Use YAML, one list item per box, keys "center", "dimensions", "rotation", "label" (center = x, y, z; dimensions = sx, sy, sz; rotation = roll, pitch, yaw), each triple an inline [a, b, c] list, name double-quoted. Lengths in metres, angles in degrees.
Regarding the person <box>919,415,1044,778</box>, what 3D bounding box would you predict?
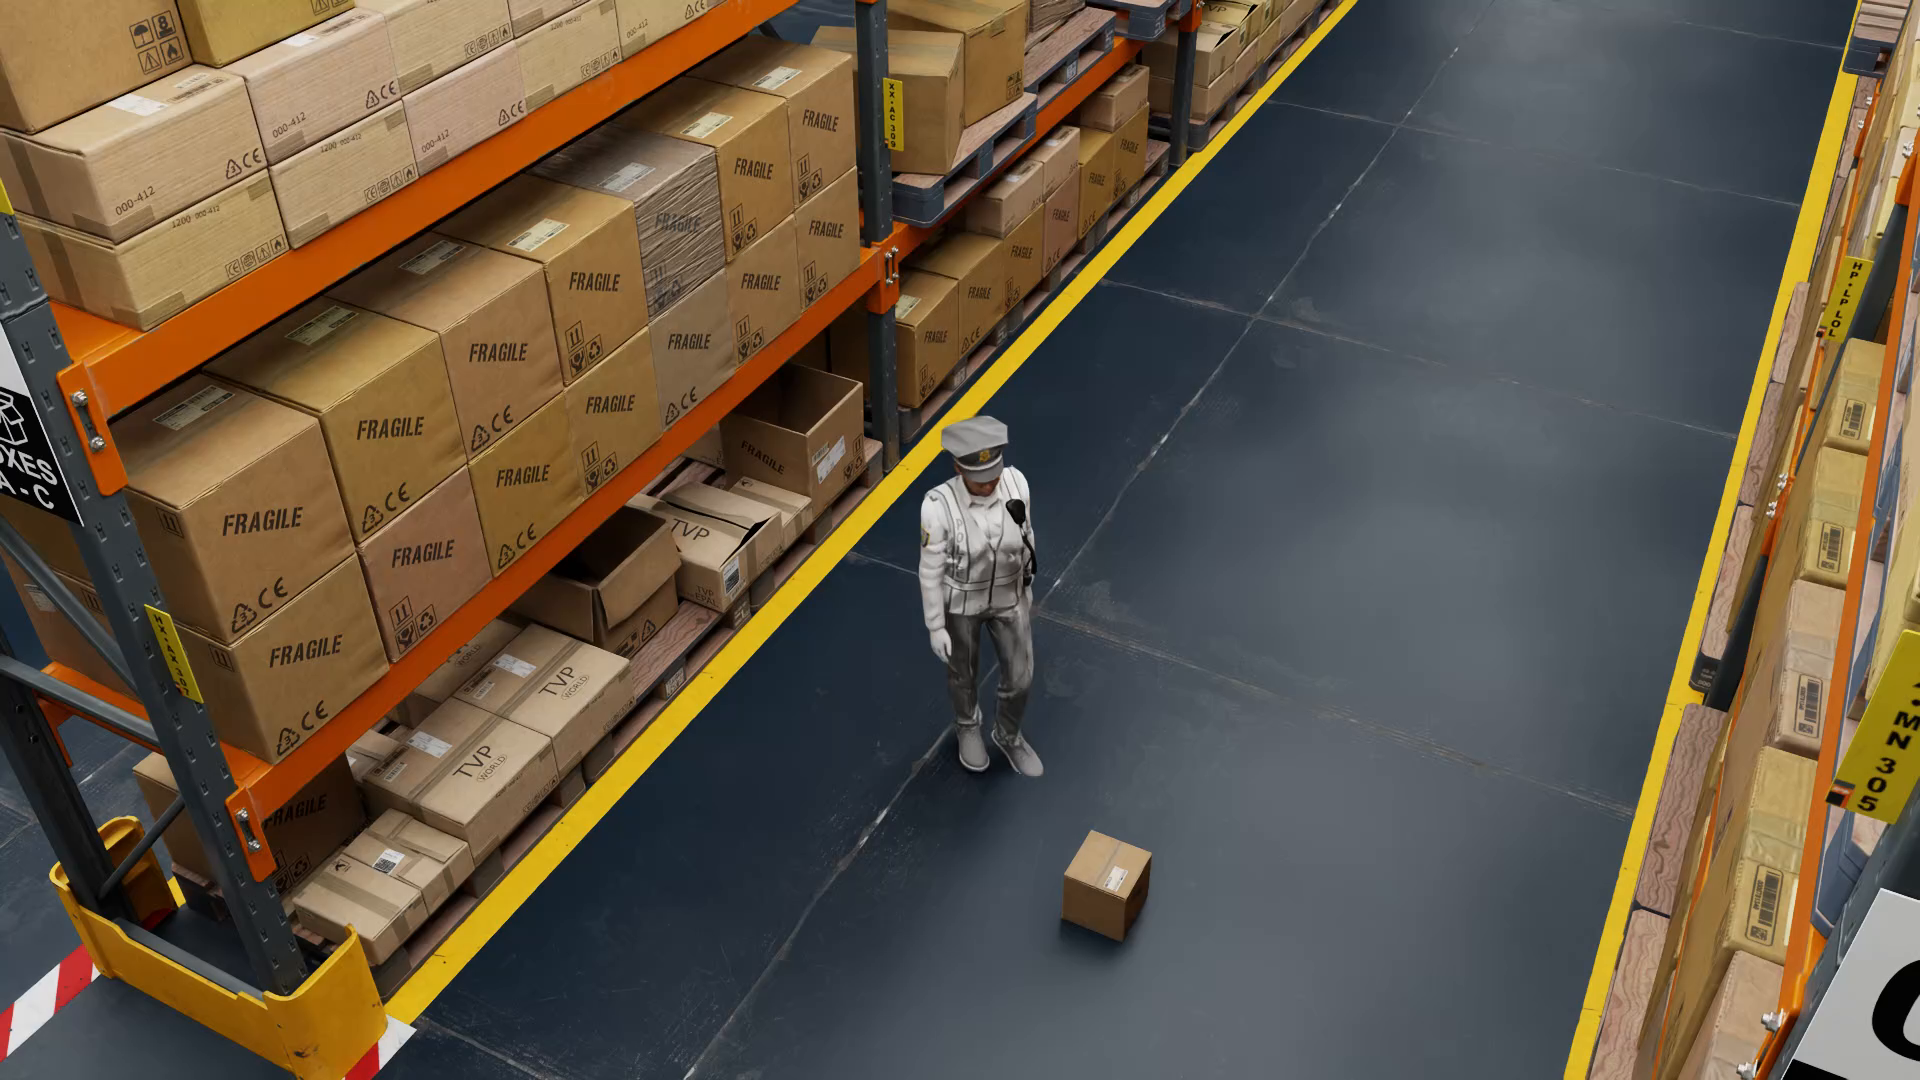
- center: [0.077, 0.264, 6.423]
  dimensions: [0.489, 1.716, 0.362]
  rotation: [-11, 40, -14]
  label: "person"
